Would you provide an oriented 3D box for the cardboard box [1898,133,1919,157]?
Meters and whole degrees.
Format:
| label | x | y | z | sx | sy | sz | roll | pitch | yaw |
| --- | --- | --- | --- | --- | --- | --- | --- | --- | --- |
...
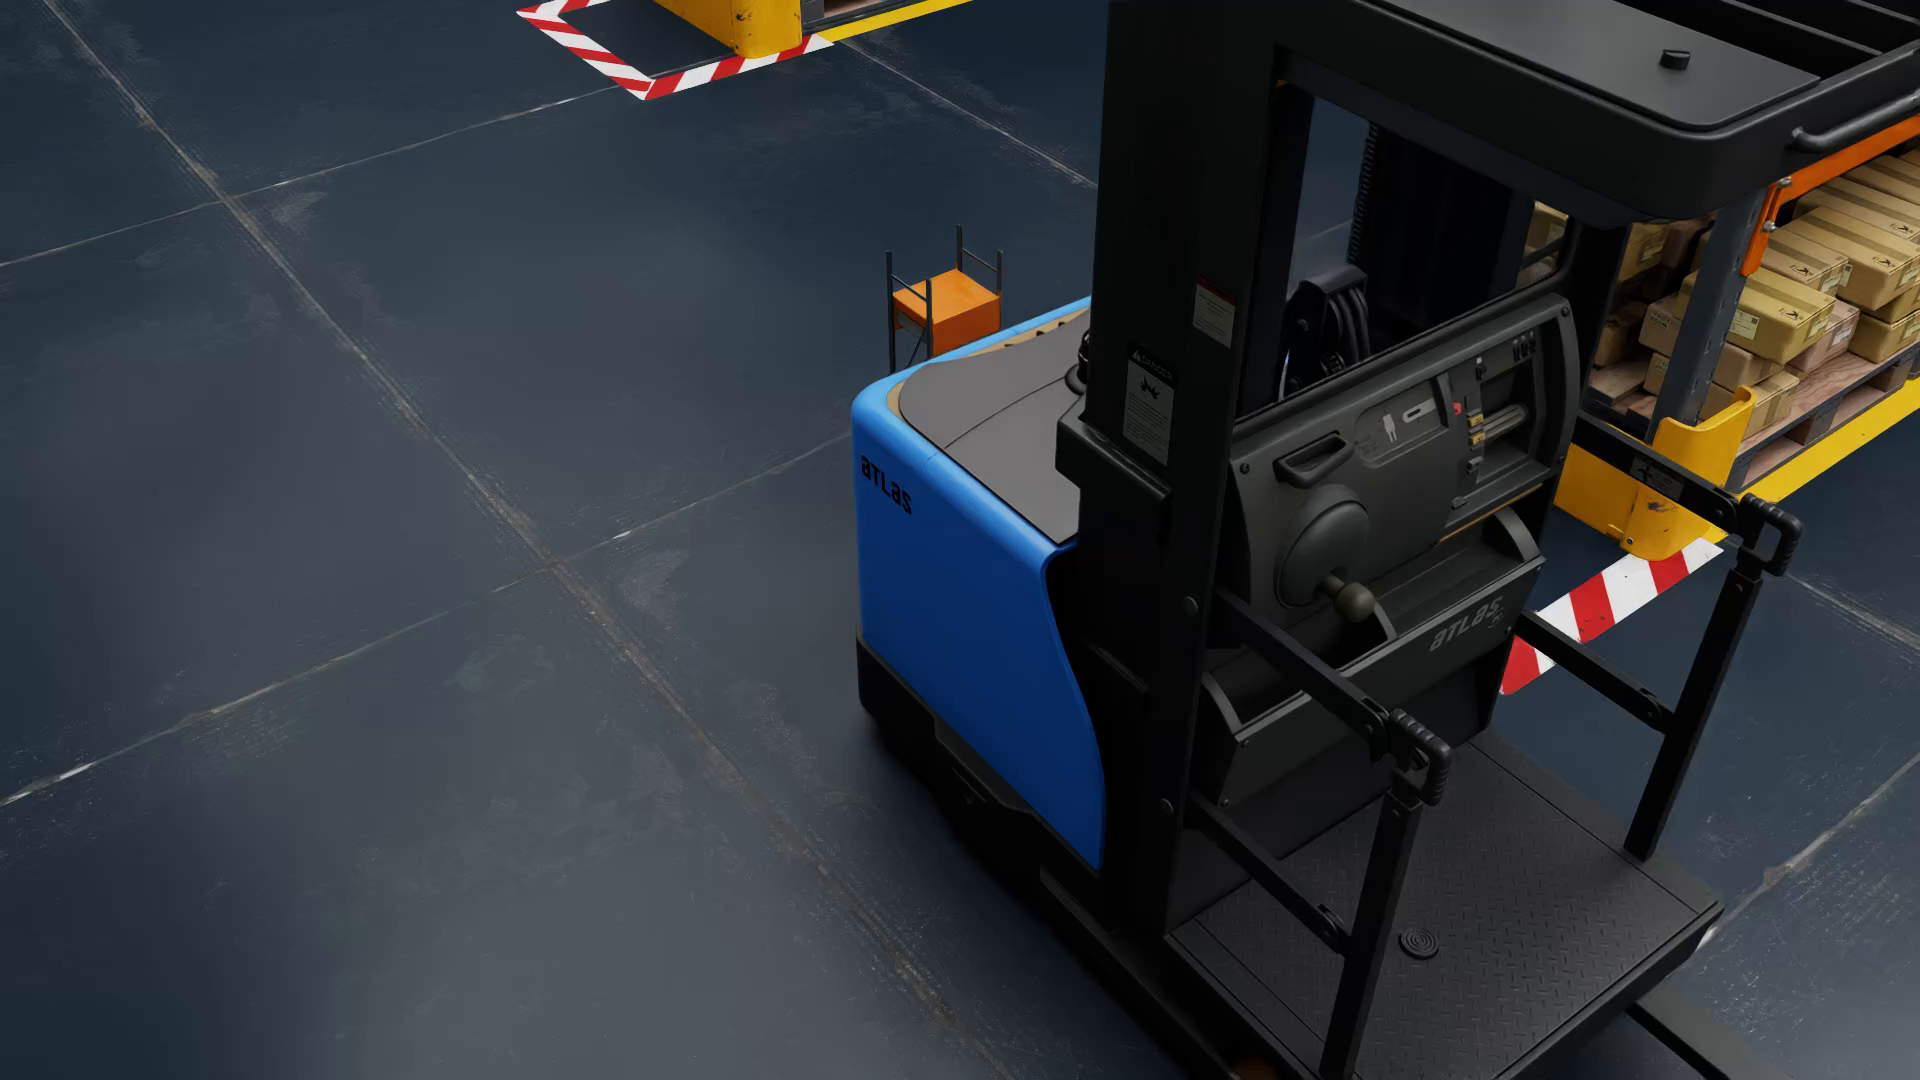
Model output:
| label | x | y | z | sx | sy | sz | roll | pitch | yaw |
| --- | --- | --- | --- | --- | --- | --- | --- | --- | --- |
| cardboard box | 3.662 | -1.393 | 6.030 | 0.250 | 0.149 | 0.380 | -26 | 46 | -28 |

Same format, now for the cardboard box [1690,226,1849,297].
| label | x | y | z | sx | sy | sz | roll | pitch | yaw |
| --- | --- | --- | --- | --- | --- | --- | --- | --- | --- |
| cardboard box | 2.635 | -0.896 | 5.425 | 0.250 | 0.149 | 0.380 | -25 | 46 | -27 |

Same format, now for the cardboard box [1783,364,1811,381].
| label | x | y | z | sx | sy | sz | roll | pitch | yaw |
| --- | --- | --- | --- | --- | --- | --- | --- | --- | --- |
| cardboard box | 2.635 | -0.651 | 5.595 | 0.250 | 0.149 | 0.380 | -26 | 46 | -28 |

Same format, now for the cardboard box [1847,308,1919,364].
| label | x | y | z | sx | sy | sz | roll | pitch | yaw |
| --- | --- | --- | --- | --- | --- | --- | --- | --- | --- |
| cardboard box | 3.097 | -0.794 | 5.770 | 0.250 | 0.149 | 0.380 | -25 | 46 | -28 |

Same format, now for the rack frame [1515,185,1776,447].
| label | x | y | z | sx | sy | sz | roll | pitch | yaw |
| --- | --- | --- | --- | --- | --- | --- | --- | --- | --- |
| rack frame | 1.867 | -1.407 | 4.600 | 0.127 | 3.000 | 1.000 | -26 | 46 | -28 |

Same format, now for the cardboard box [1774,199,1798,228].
| label | x | y | z | sx | sy | sz | roll | pitch | yaw |
| --- | --- | --- | --- | --- | --- | --- | --- | --- | --- |
| cardboard box | 2.798 | -1.184 | 6.010 | 0.250 | 0.149 | 0.380 | -27 | 46 | -29 |

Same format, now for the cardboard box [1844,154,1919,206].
| label | x | y | z | sx | sy | sz | roll | pitch | yaw |
| --- | --- | --- | --- | --- | --- | --- | --- | --- | --- |
| cardboard box | 3.284 | -1.169 | 5.757 | 0.250 | 0.149 | 0.380 | -24 | 45 | -27 |

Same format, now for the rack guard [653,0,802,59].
| label | x | y | z | sx | sy | sz | roll | pitch | yaw |
| --- | --- | --- | --- | --- | --- | --- | --- | --- | --- |
| rack guard | -1.249 | -2.882 | 8.369 | 0.348 | 0.500 | 1.175 | -26 | 46 | -28 |

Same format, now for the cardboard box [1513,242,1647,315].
| label | x | y | z | sx | sy | sz | roll | pitch | yaw |
| --- | --- | --- | --- | --- | --- | --- | --- | --- | --- |
| cardboard box | 2.111 | -0.930 | 5.701 | 0.250 | 0.149 | 0.380 | -27 | 47 | -29 |

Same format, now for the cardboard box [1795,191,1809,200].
| label | x | y | z | sx | sy | sz | roll | pitch | yaw |
| --- | --- | --- | --- | --- | --- | --- | --- | --- | --- |
| cardboard box | 2.925 | -1.338 | 6.198 | 0.250 | 0.149 | 0.380 | -25 | 46 | -27 |

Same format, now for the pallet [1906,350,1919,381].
| label | x | y | z | sx | sy | sz | roll | pitch | yaw |
| --- | --- | --- | --- | --- | --- | --- | --- | --- | --- |
| pallet | 3.559 | -1.123 | 6.453 | 1.213 | 0.211 | 1.003 | -26 | 46 | -28 |

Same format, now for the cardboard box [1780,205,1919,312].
| label | x | y | z | sx | sy | sz | roll | pitch | yaw |
| --- | --- | --- | --- | --- | --- | --- | --- | --- | --- |
| cardboard box | 2.912 | -0.929 | 5.465 | 0.250 | 0.149 | 0.380 | -26 | 46 | -28 |

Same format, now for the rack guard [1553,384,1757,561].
| label | x | y | z | sx | sy | sz | roll | pitch | yaw |
| --- | --- | --- | --- | --- | --- | --- | --- | --- | --- |
| rack guard | 1.927 | -0.470 | 5.429 | 0.348 | 0.500 | 1.175 | -26 | 46 | -28 |

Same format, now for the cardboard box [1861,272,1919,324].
| label | x | y | z | sx | sy | sz | roll | pitch | yaw |
| --- | --- | --- | --- | --- | --- | --- | --- | --- | --- |
| cardboard box | 3.100 | -0.917 | 5.685 | 0.250 | 0.149 | 0.380 | -25 | 45 | -27 |

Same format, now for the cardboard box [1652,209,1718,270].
| label | x | y | z | sx | sy | sz | roll | pitch | yaw |
| --- | --- | --- | --- | --- | --- | --- | --- | --- | --- |
| cardboard box | 2.366 | -1.098 | 5.670 | 0.250 | 0.149 | 0.380 | -25 | 46 | -27 |

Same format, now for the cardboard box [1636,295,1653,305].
| label | x | y | z | sx | sy | sz | roll | pitch | yaw |
| --- | --- | --- | --- | --- | --- | --- | --- | --- | --- |
| cardboard box | 2.299 | -0.926 | 5.930 | 0.250 | 0.149 | 0.380 | -25 | 45 | -27 |

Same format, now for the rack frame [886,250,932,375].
| label | x | y | z | sx | sy | sz | roll | pitch | yaw |
| --- | --- | --- | --- | --- | --- | --- | --- | --- | --- |
| rack frame | -0.139 | -0.338 | 4.834 | 0.008 | 1.050 | 0.200 | -26 | 46 | -28 |

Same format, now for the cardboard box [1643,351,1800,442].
| label | x | y | z | sx | sy | sz | roll | pitch | yaw |
| --- | --- | --- | --- | --- | --- | --- | --- | --- | --- |
| cardboard box | 2.477 | -0.509 | 5.422 | 0.250 | 0.149 | 0.380 | -25 | 46 | -27 |

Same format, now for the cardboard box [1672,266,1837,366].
| label | x | y | z | sx | sy | sz | roll | pitch | yaw |
| --- | --- | --- | --- | --- | --- | --- | --- | --- | --- |
| cardboard box | 2.489 | -0.729 | 5.221 | 0.250 | 0.149 | 0.380 | -28 | 47 | -30 |

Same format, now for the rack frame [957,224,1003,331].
| label | x | y | z | sx | sy | sz | roll | pitch | yaw |
| --- | --- | --- | --- | --- | --- | --- | --- | --- | --- |
| rack frame | 0.054 | -0.432 | 4.949 | 0.008 | 1.050 | 0.200 | -26 | 46 | -28 |

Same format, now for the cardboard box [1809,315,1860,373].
| label | x | y | z | sx | sy | sz | roll | pitch | yaw |
| --- | --- | --- | --- | --- | --- | --- | --- | --- | --- |
| cardboard box | 2.828 | -0.751 | 5.717 | 0.250 | 0.149 | 0.380 | -25 | 46 | -28 |

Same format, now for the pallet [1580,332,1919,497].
| label | x | y | z | sx | sy | sz | roll | pitch | yaw |
| --- | --- | --- | --- | --- | --- | --- | --- | --- | --- |
| pallet | 2.593 | -0.655 | 5.882 | 1.213 | 0.211 | 1.003 | -26 | 46 | -28 |

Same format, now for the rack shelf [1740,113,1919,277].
| label | x | y | z | sx | sy | sz | roll | pitch | yaw |
| --- | --- | --- | --- | --- | --- | --- | --- | --- | --- |
| rack shelf | 3.453 | -1.902 | 5.771 | 4.000 | 0.370 | 1.077 | -26 | 46 | -28 |

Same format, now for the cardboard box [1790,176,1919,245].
| label | x | y | z | sx | sy | sz | roll | pitch | yaw |
| --- | --- | --- | --- | --- | --- | --- | --- | --- | --- |
| cardboard box | 3.059 | -1.066 | 5.633 | 0.250 | 0.149 | 0.380 | -28 | 47 | -30 |

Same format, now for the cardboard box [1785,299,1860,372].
| label | x | y | z | sx | sy | sz | roll | pitch | yaw |
| --- | --- | --- | --- | --- | --- | --- | --- | --- | --- |
| cardboard box | 2.690 | -0.733 | 5.461 | 0.250 | 0.149 | 0.380 | -26 | 46 | -28 |

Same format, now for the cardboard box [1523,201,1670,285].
| label | x | y | z | sx | sy | sz | roll | pitch | yaw |
| --- | --- | --- | --- | --- | --- | --- | --- | --- | --- |
| cardboard box | 2.132 | -1.029 | 5.587 | 0.250 | 0.149 | 0.380 | -25 | 46 | -28 |

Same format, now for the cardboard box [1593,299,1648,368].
| label | x | y | z | sx | sy | sz | roll | pitch | yaw |
| --- | --- | --- | --- | --- | --- | --- | --- | --- | --- |
| cardboard box | 2.157 | -0.776 | 5.747 | 0.250 | 0.149 | 0.380 | -25 | 46 | -27 |

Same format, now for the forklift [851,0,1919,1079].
| label | x | y | z | sx | sy | sz | roll | pitch | yaw |
| --- | --- | --- | --- | --- | --- | --- | --- | --- | --- |
| forklift | 0.997 | -0.090 | 3.048 | 1.130 | 2.935 | 3.031 | -25 | 46 | -27 |

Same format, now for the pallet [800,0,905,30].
| label | x | y | z | sx | sy | sz | roll | pitch | yaw |
| --- | --- | --- | --- | --- | --- | --- | --- | --- | --- |
| pallet | -0.643 | -3.128 | 8.896 | 1.213 | 0.211 | 1.003 | -26 | 46 | -28 |

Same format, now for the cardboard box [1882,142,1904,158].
| label | x | y | z | sx | sy | sz | roll | pitch | yaw |
| --- | --- | --- | --- | --- | --- | --- | --- | --- | --- |
| cardboard box | 3.552 | -1.631 | 6.555 | 0.250 | 0.149 | 0.380 | -26 | 46 | -28 |

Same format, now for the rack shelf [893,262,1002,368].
| label | x | y | z | sx | sy | sz | roll | pitch | yaw |
| --- | --- | --- | --- | --- | --- | --- | --- | --- | --- |
| rack shelf | -0.042 | -0.596 | 4.719 | 0.240 | 0.259 | 0.215 | -26 | 46 | -28 |

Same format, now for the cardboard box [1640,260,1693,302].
| label | x | y | z | sx | sy | sz | roll | pitch | yaw |
| --- | --- | --- | --- | --- | --- | --- | --- | --- | --- |
| cardboard box | 2.352 | -1.004 | 5.791 | 0.250 | 0.149 | 0.380 | -27 | 47 | -29 |

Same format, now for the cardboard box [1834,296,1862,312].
| label | x | y | z | sx | sy | sz | roll | pitch | yaw |
| --- | --- | --- | --- | --- | --- | --- | --- | --- | --- |
| cardboard box | 2.830 | -0.872 | 5.630 | 0.250 | 0.149 | 0.380 | -25 | 46 | -28 |

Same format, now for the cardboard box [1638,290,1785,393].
| label | x | y | z | sx | sy | sz | roll | pitch | yaw |
| --- | --- | --- | --- | --- | --- | --- | --- | --- | --- |
| cardboard box | 2.439 | -0.656 | 5.366 | 0.250 | 0.149 | 0.380 | -24 | 45 | -26 |

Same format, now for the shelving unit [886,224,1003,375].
| label | x | y | z | sx | sy | sz | roll | pitch | yaw |
| --- | --- | --- | --- | --- | --- | --- | --- | --- | --- |
| shelving unit | -0.042 | -0.385 | 4.892 | 0.252 | 1.050 | 0.215 | -26 | 46 | -28 |

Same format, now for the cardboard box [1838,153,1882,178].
| label | x | y | z | sx | sy | sz | roll | pitch | yaw |
| --- | --- | --- | --- | --- | --- | --- | --- | --- | --- |
| cardboard box | 3.194 | -1.508 | 6.170 | 0.250 | 0.149 | 0.380 | -28 | 47 | -29 |

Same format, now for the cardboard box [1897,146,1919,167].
| label | x | y | z | sx | sy | sz | roll | pitch | yaw |
| --- | --- | --- | --- | --- | --- | --- | --- | --- | --- |
| cardboard box | 3.521 | -1.248 | 5.853 | 0.250 | 0.149 | 0.380 | -25 | 46 | -27 |
